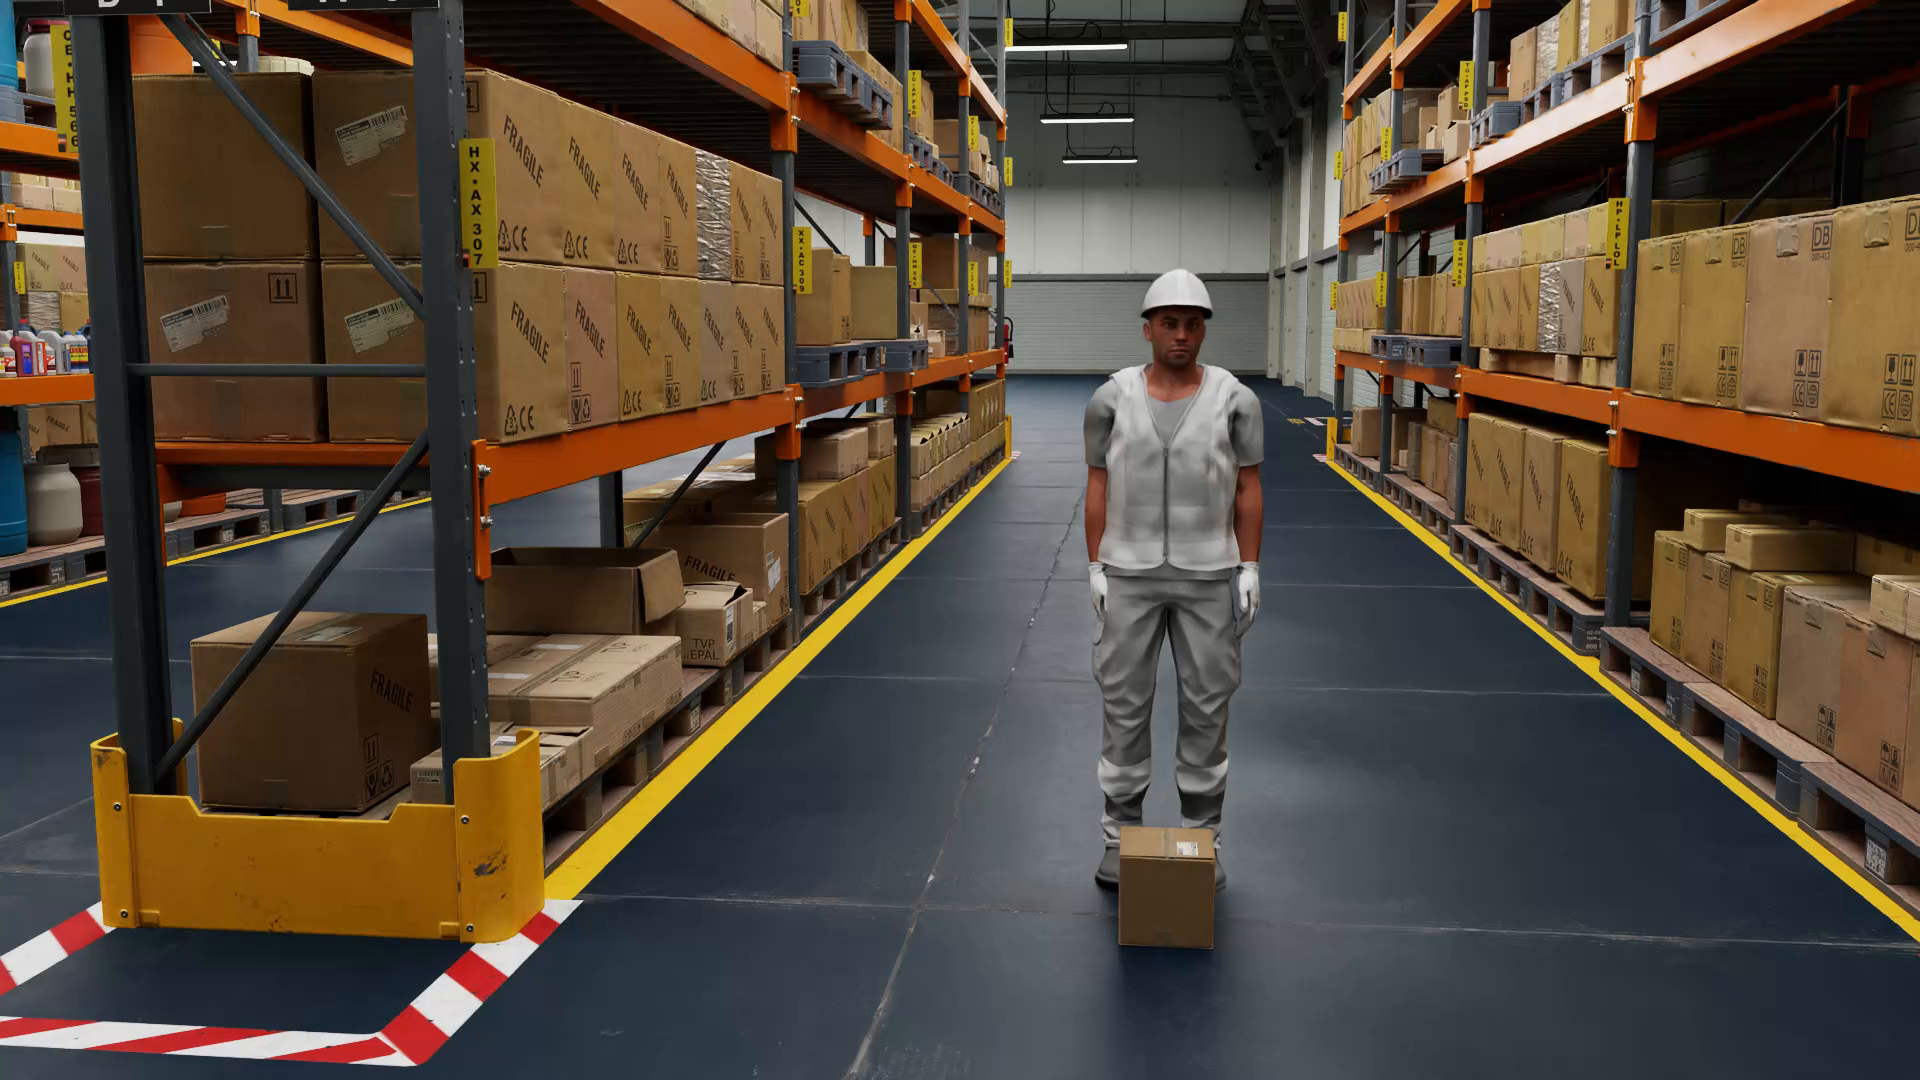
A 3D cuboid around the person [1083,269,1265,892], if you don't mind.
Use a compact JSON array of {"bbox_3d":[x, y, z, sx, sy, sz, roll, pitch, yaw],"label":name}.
[{"bbox_3d":[0.615,0.117,4.845,0.525,1.794,0.345,1,8,8],"label":"person"}]
